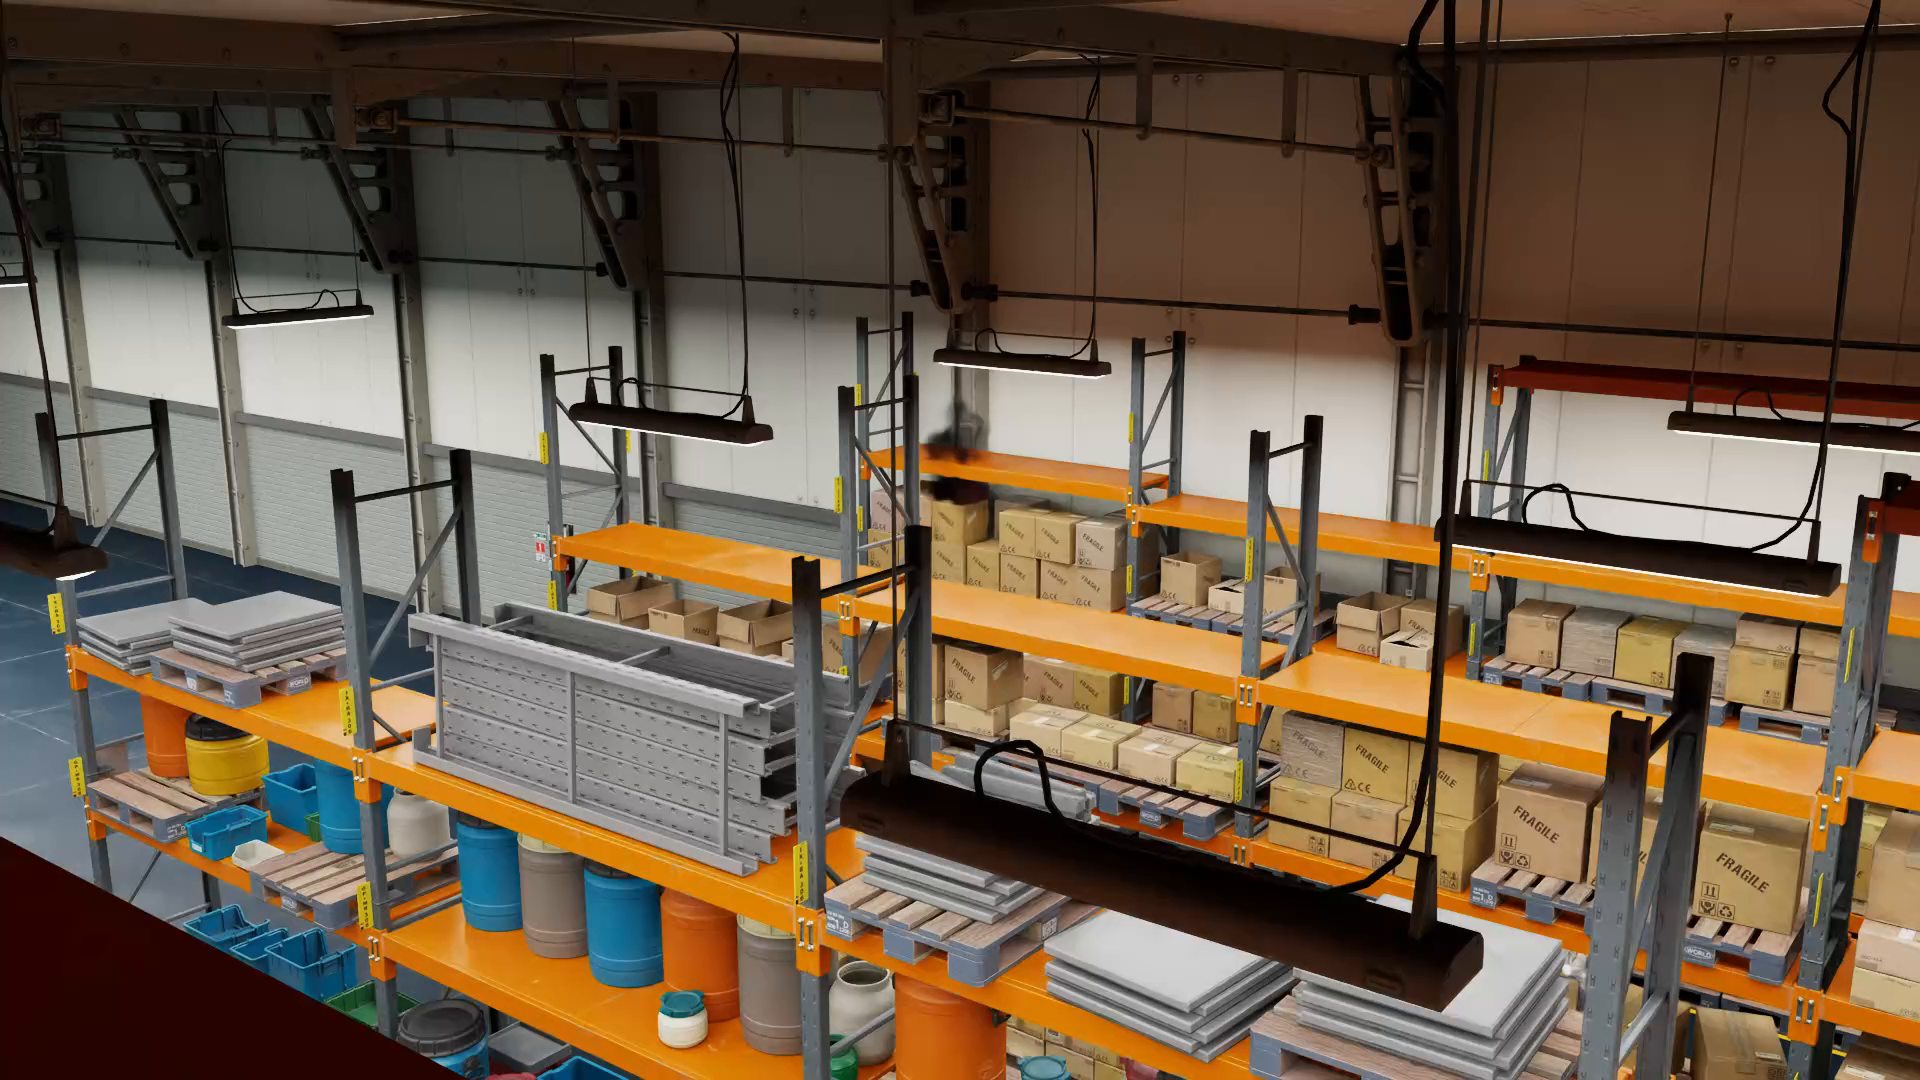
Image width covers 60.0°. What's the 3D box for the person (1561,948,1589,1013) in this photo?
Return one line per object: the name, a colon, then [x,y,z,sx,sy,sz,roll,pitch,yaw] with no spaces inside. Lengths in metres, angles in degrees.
person: [5.444,3.926,14.549,0.865,1.674,0.614,7,15,27]
